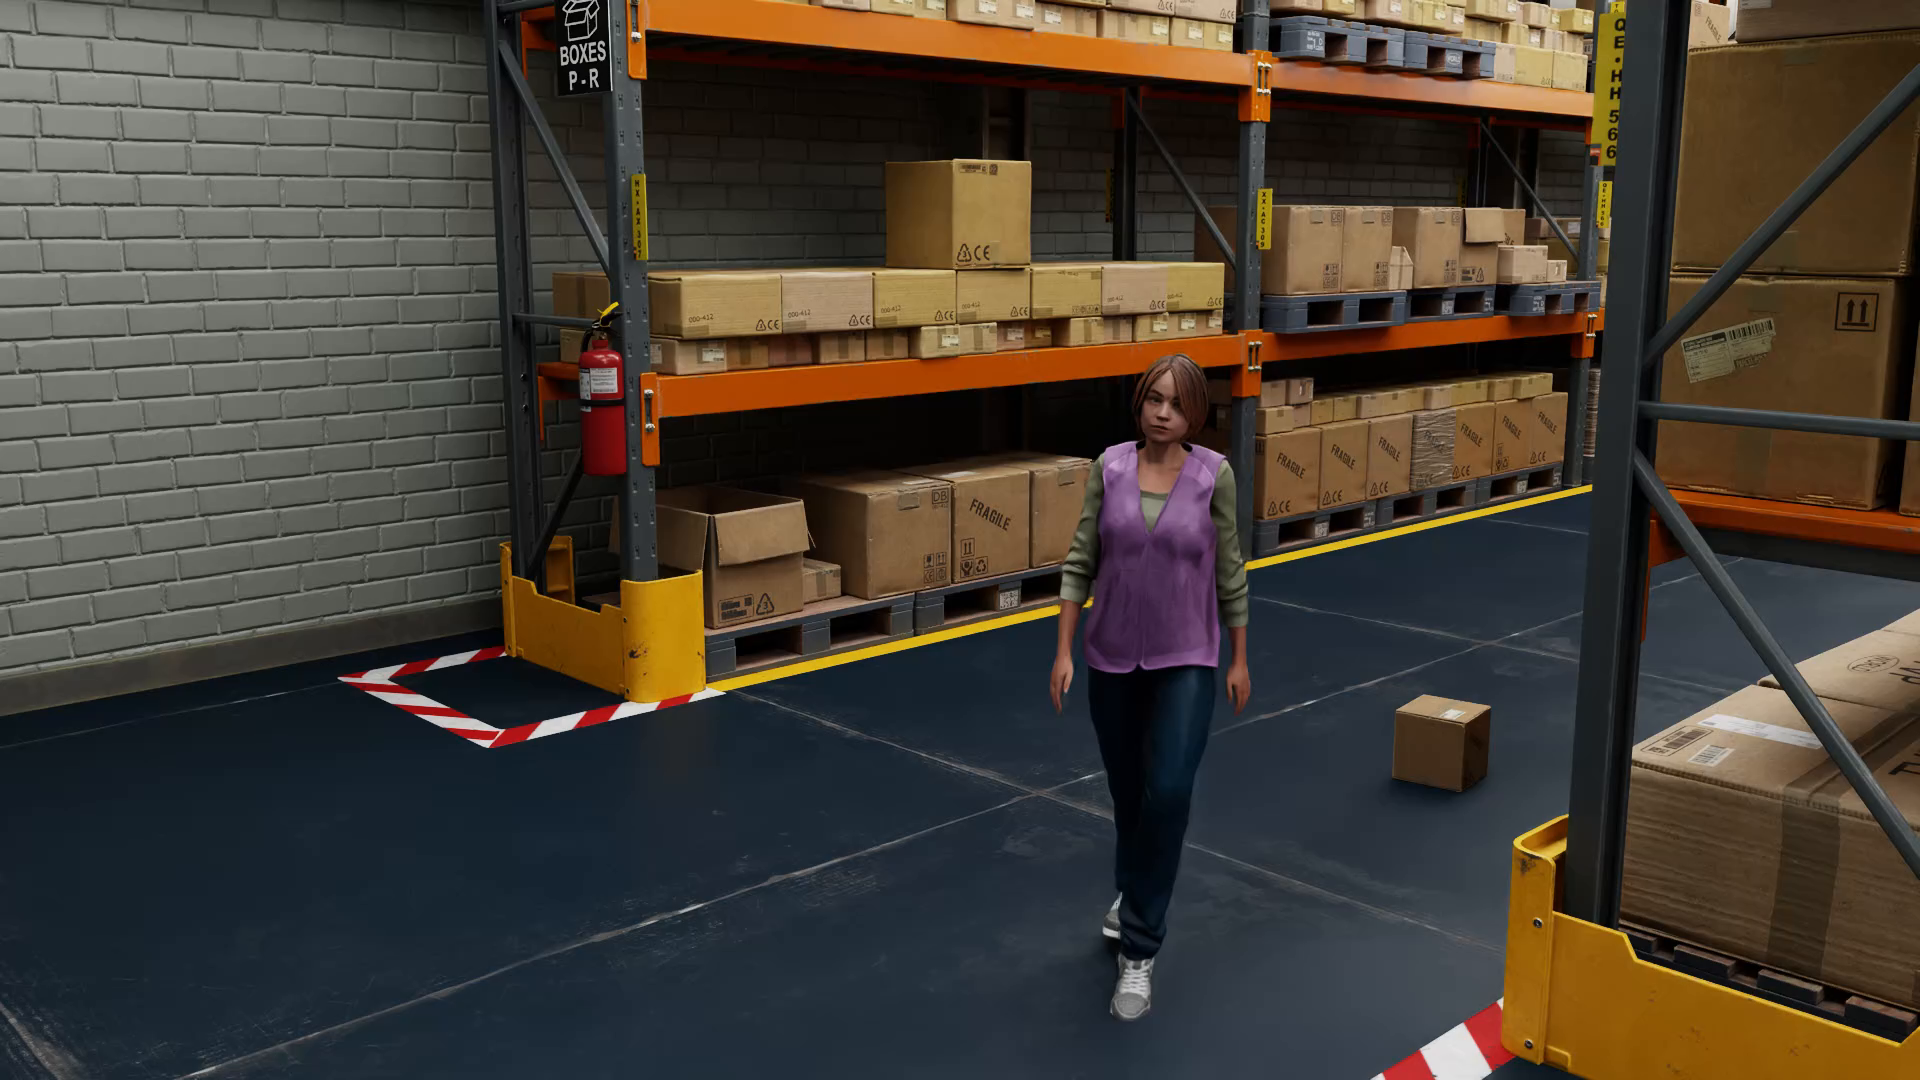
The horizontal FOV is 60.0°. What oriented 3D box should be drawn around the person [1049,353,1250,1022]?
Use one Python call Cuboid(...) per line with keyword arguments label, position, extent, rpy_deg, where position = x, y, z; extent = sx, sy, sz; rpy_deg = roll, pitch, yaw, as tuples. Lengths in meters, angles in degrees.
Cuboid(label="person", position=(0.480, 0.354, 4.204), extent=(0.466, 1.618, 0.630), rpy_deg=(4, 11, 20))
